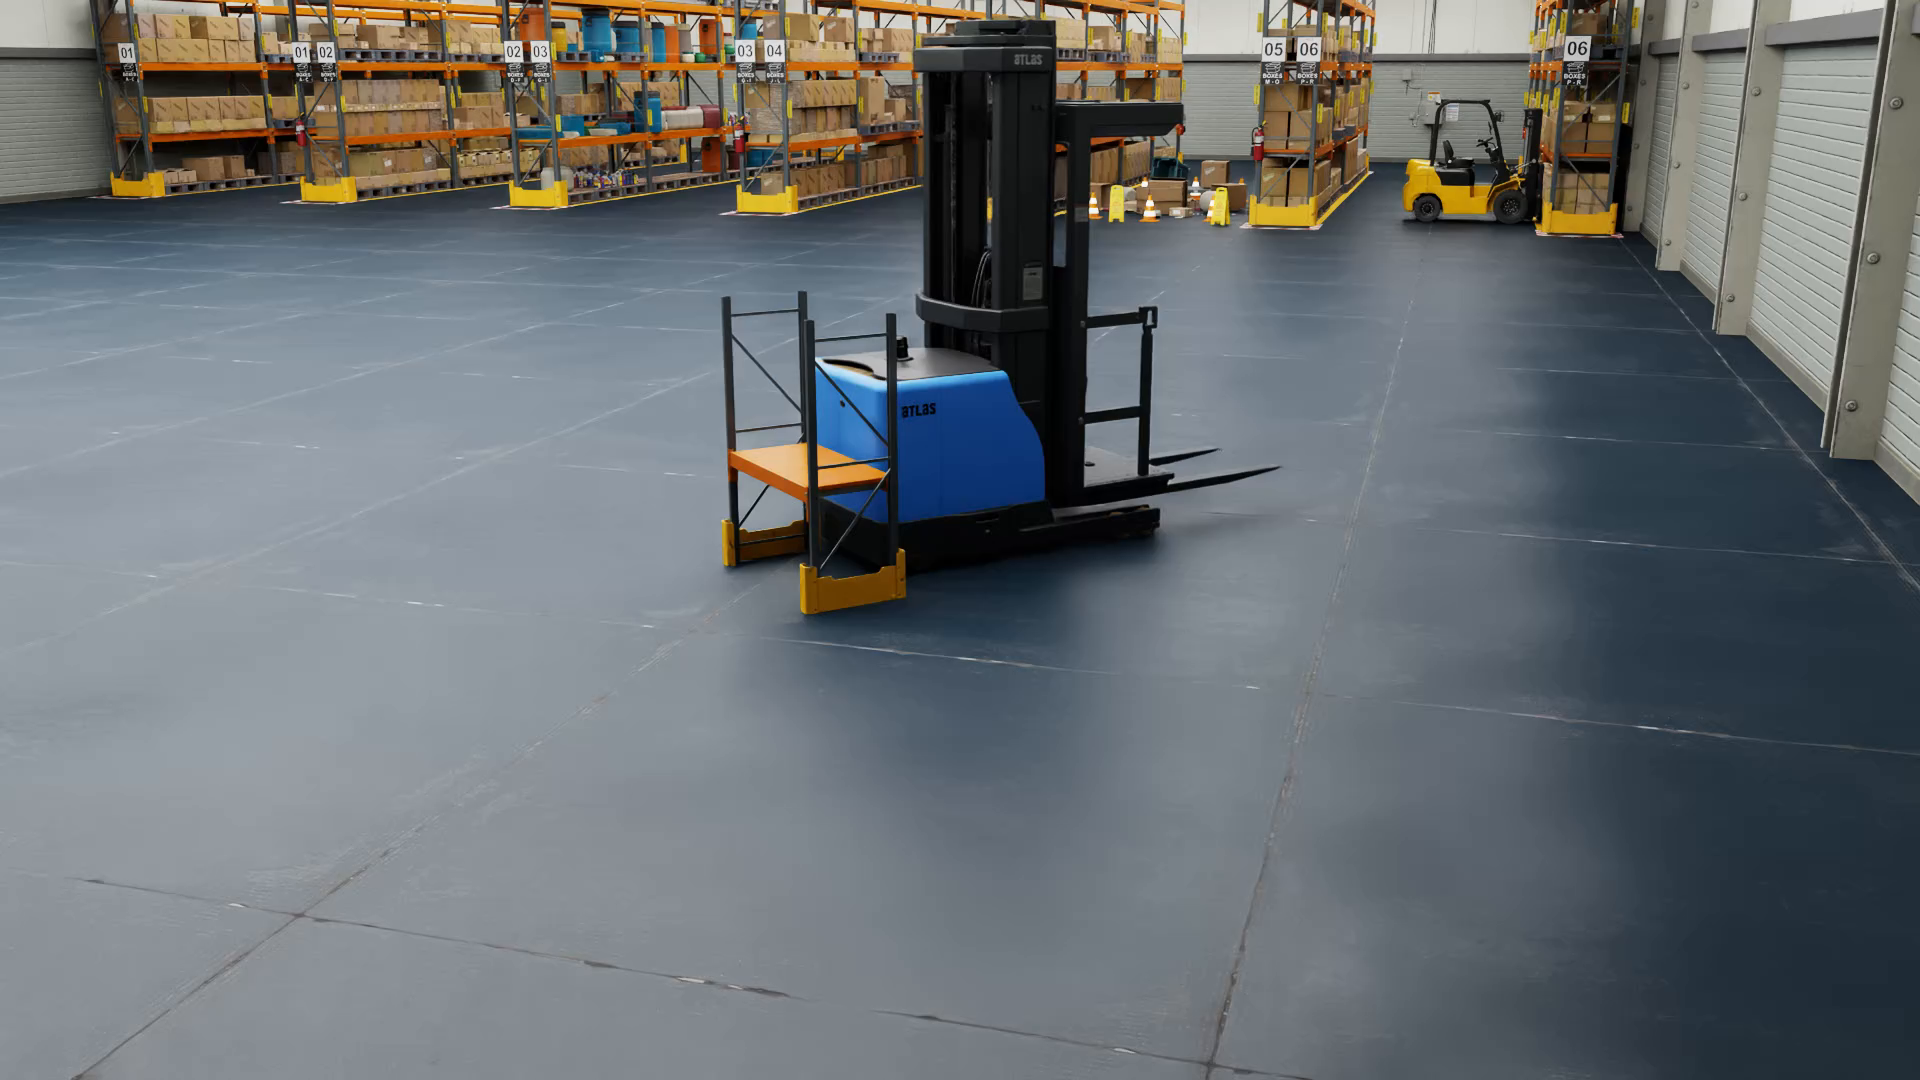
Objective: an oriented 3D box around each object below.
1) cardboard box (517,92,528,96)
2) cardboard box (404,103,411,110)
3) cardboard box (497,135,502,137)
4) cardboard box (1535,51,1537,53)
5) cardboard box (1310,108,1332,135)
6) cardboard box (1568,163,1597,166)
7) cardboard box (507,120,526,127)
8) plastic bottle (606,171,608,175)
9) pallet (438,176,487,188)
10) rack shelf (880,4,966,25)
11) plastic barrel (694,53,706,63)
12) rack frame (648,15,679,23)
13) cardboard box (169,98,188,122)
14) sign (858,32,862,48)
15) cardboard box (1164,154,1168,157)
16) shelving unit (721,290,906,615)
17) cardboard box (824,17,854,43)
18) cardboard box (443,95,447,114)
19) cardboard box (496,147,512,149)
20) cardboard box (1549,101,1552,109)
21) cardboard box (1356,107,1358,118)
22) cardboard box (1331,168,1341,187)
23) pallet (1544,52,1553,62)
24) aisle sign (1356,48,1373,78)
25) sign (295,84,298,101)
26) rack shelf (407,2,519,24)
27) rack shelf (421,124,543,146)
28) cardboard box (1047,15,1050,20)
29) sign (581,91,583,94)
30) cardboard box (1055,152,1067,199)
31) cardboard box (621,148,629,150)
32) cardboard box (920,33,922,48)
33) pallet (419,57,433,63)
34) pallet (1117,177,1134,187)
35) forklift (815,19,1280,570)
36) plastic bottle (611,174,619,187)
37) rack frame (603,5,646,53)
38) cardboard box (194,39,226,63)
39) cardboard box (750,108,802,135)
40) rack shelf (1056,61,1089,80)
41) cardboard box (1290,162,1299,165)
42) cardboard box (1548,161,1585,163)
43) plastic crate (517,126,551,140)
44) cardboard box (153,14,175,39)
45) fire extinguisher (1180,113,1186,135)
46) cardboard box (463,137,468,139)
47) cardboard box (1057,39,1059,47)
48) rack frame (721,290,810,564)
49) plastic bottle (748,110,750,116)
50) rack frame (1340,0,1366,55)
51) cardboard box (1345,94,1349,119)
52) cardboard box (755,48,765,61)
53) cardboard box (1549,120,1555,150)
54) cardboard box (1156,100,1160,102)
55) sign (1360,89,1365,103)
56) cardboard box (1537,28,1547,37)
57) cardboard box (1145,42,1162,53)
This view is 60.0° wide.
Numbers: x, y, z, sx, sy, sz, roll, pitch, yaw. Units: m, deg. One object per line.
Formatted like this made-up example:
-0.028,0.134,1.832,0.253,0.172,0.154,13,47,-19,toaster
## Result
-13.603,-13.170,50.215,0.980,0.700,0.700,5,17,18,cardboard box
-12.361,-9.578,36.727,0.380,0.149,0.250,5,17,17,cardboard box
-13.941,-12.131,49.723,0.380,0.149,0.250,5,17,16,cardboard box
13.940,-11.605,39.480,0.500,0.250,0.500,4,16,14,cardboard box
6.844,-8.020,31.880,0.500,0.500,0.500,5,17,18,cardboard box
11.677,-6.932,31.210,0.500,0.250,0.500,5,17,17,cardboard box
-10.981,-10.306,41.128,0.380,0.149,0.250,5,16,16,cardboard box
-7.890,-8.102,37.090,0.097,0.271,0.097,0,16,0,plastic bottle
-11.955,-8.492,39.380,1.003,0.211,1.213,5,16,16,pallet
-0.925,-12.786,40.466,1.077,0.370,4.000,5,16,16,rack shelf
-6.263,-11.598,40.012,0.294,0.245,0.294,0,16,0,plastic barrel
-8.717,-15.663,48.560,1.000,3.000,0.127,5,16,16,rack frame
-17.440,-9.502,36.698,0.500,0.500,0.500,5,16,16,cardboard box
-2.108,-10.520,34.977,0.100,0.325,0.005,5,16,16,sign
5.259,-10.072,43.751,0.380,0.149,0.250,5,17,19,cardboard box
-0.809,-0.506,8.865,0.587,1.500,1.083,-9,18,-30,shelving unit
-2.513,-10.605,34.581,0.500,0.500,0.500,4,16,14,cardboard box
-14.493,-12.174,46.488,0.500,0.500,0.500,4,16,15,cardboard box
-11.421,-9.719,41.838,0.500,0.311,0.500,5,17,18,cardboard box
11.256,-8.159,31.179,0.380,0.149,0.250,5,17,17,cardboard box
9.118,-10.095,39.284,0.500,0.250,0.500,5,17,17,cardboard box
7.838,-7.937,36.361,0.950,0.372,0.625,3,16,12,cardboard box
12.661,-9.930,34.190,1.213,0.211,1.003,5,17,18,pallet
10.599,-12.485,43.584,0.394,0.787,0.004,5,16,16,aisle sign
-13.780,-9.308,34.591,0.100,0.325,0.005,5,16,16,sign
-11.559,-12.508,39.489,1.077,0.370,4.000,5,16,16,rack shelf
-11.559,-9.814,40.253,1.077,0.370,4.000,5,16,16,rack shelf
1.432,-9.495,30.356,0.380,0.149,0.250,5,17,16,cardboard box
-10.376,-12.187,45.712,0.100,0.325,0.005,5,16,16,sign
1.598,-7.242,32.988,0.875,0.875,0.875,5,17,16,cardboard box
-9.750,-11.016,47.291,0.500,0.311,0.500,5,16,16,cardboard box
-1.228,-12.006,40.210,0.500,0.500,0.500,6,17,19,cardboard box
-14.817,-13.221,45.797,0.805,0.209,1.217,4,16,14,pallet
3.457,-8.366,38.939,1.003,0.211,1.213,5,16,16,pallet
0.599,-1.526,9.837,3.031,2.935,1.130,-10,18,-31,forklift
-7.482,-7.786,35.967,0.152,0.276,0.135,5,17,17,plastic bottle
-7.379,-12.138,36.133,1.000,3.000,0.127,5,16,16,rack frame
-17.061,-11.091,37.717,0.500,0.500,0.500,4,16,14,cardboard box
-3.584,-8.155,32.354,0.875,0.500,0.500,5,16,16,cardboard box
1.528,-9.031,31.993,1.077,0.370,4.000,5,16,16,rack shelf
6.155,-6.930,31.659,0.500,0.500,0.500,6,17,19,cardboard box
12.400,-7.488,34.315,0.875,0.625,0.625,5,17,18,cardboard box
-8.660,-8.288,33.826,0.499,0.251,0.616,5,16,16,plastic crate
-17.481,-11.165,36.147,0.500,0.500,0.500,4,16,15,cardboard box
6.021,-11.410,45.385,0.296,0.674,0.183,5,16,16,fire extinguisher
-14.303,-11.797,48.547,0.380,0.149,0.250,4,16,14,cardboard box
1.651,-9.312,31.173,0.380,0.149,0.250,5,16,16,cardboard box
-1.067,-0.623,9.276,0.500,1.500,0.032,-9,18,-30,rack frame
-5.366,-10.767,42.384,0.144,0.351,0.185,5,16,16,plastic bottle
9.145,-13.079,39.449,1.000,3.000,0.127,5,16,16,rack frame
8.009,-9.263,35.491,0.500,0.500,0.500,4,16,15,cardboard box
-3.873,-9.338,32.034,0.500,0.250,0.500,5,17,17,cardboard box
10.684,-7.136,29.306,0.500,0.500,0.500,4,16,15,cardboard box
4.752,-10.851,41.861,0.500,0.500,0.500,4,16,15,cardboard box
9.668,-10.672,39.981,0.100,0.325,0.005,5,16,16,sign
13.485,-11.672,38.188,0.396,0.266,0.258,4,16,15,cardboard box
4.737,-12.269,41.449,0.500,0.250,0.500,5,17,18,cardboard box
